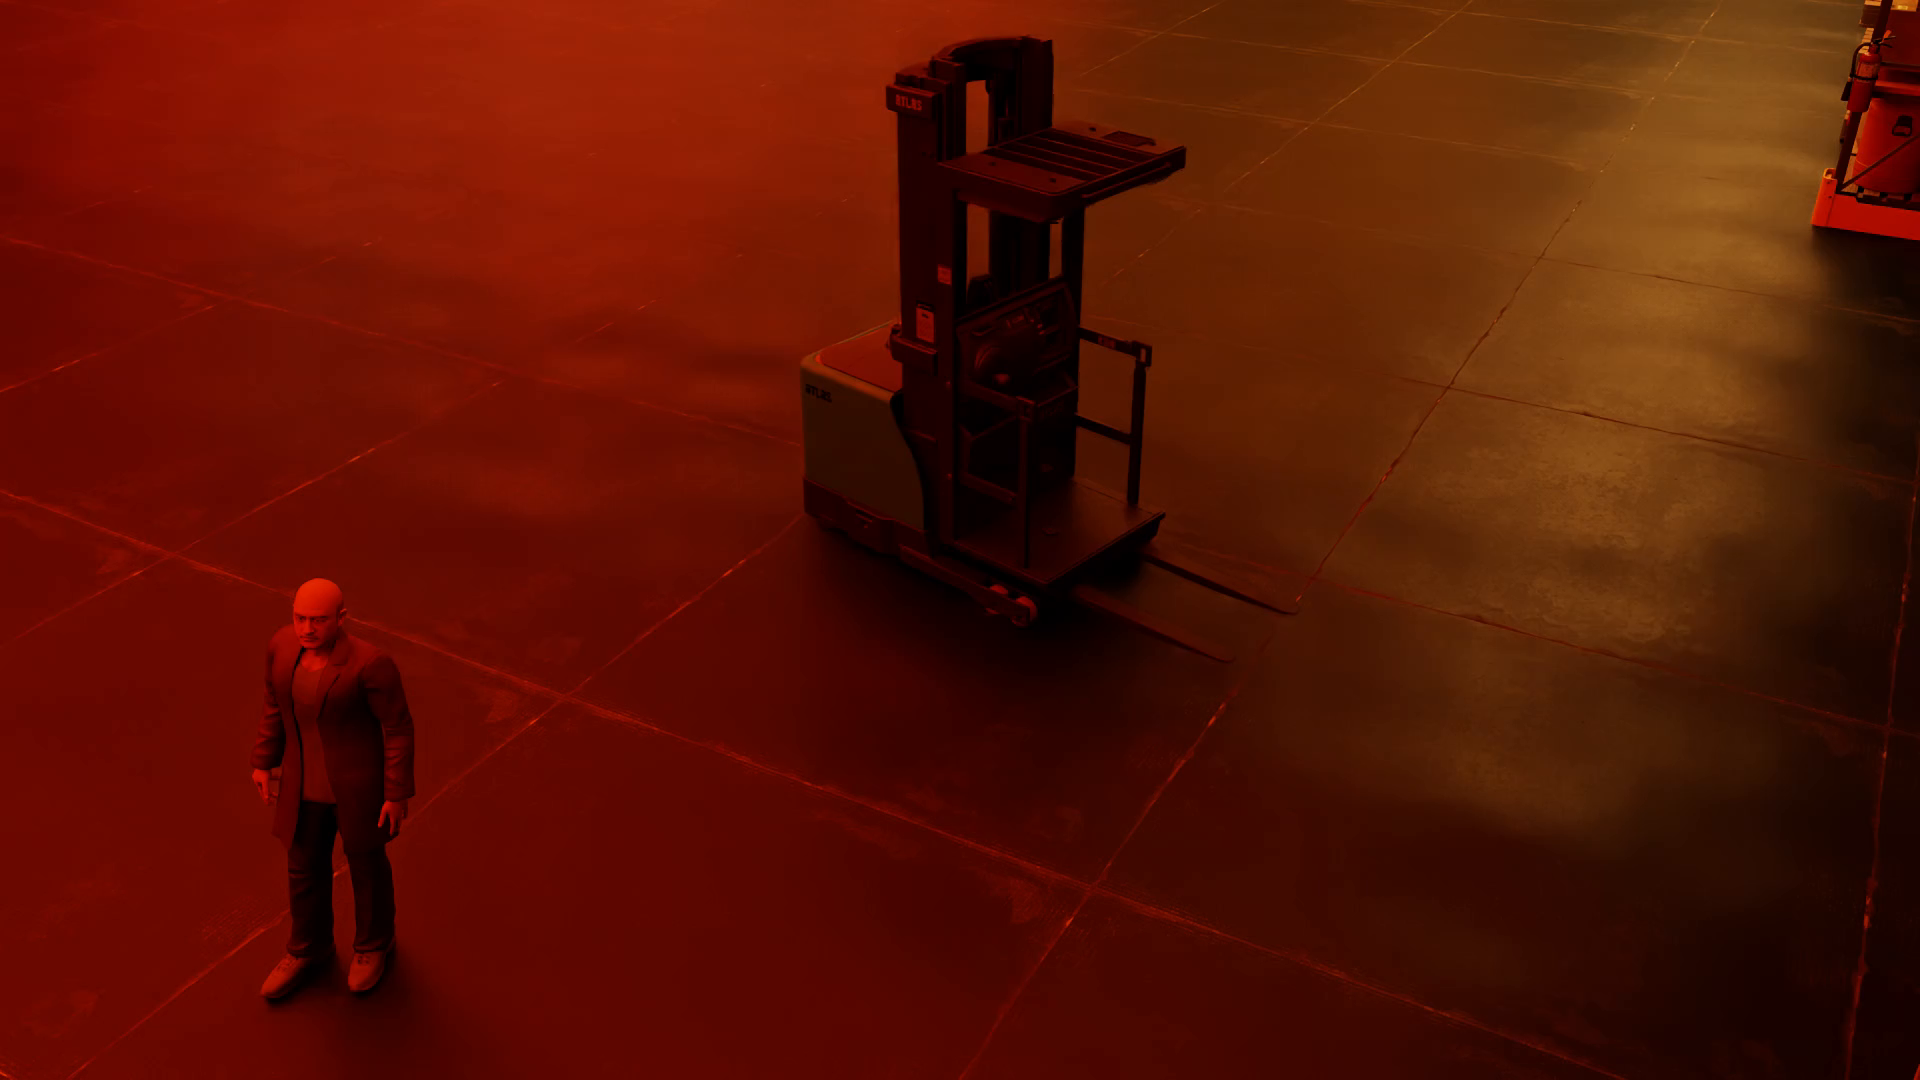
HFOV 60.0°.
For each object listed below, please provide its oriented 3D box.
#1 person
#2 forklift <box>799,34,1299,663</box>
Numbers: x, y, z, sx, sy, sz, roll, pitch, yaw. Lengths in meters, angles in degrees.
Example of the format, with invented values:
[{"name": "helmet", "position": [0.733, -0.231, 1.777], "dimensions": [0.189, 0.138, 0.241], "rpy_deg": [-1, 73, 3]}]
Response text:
[{"name": "person", "position": [-2.474, 1.000, 6.478], "dimensions": [0.695, 1.776, 0.582], "rpy_deg": [7, 31, 12]}, {"name": "forklift", "position": [0.474, -1.084, 8.950], "dimensions": [3.031, 2.935, 1.130], "rpy_deg": [24, 38, 35]}]
